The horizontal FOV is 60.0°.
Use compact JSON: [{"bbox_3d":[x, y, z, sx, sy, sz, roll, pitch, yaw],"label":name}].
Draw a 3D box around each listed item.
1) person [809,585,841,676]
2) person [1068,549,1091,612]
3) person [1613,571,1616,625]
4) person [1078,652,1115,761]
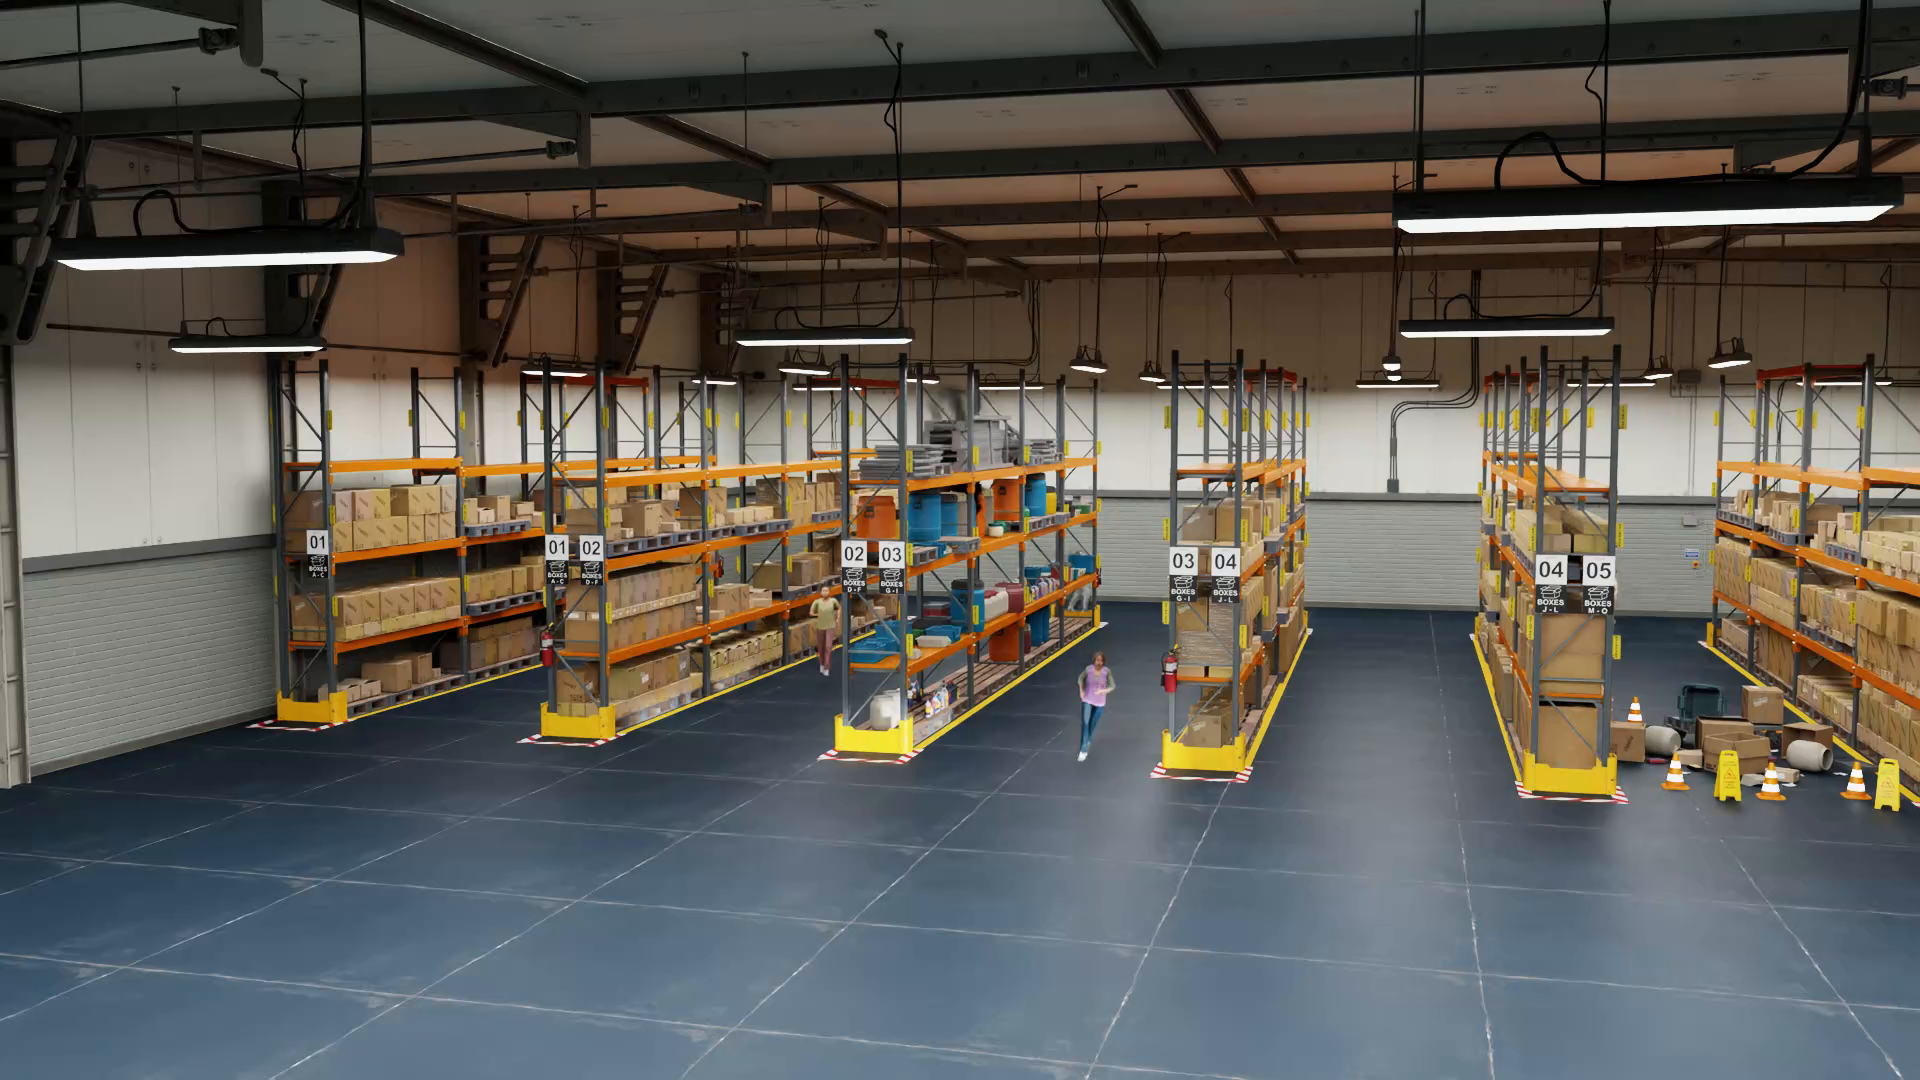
[{"bbox_3d":[-2.507,1.667,30.923,0.592,1.688,0.846,0,4,-5],"label":"person"},{"bbox_3d":[3.113,1.090,42.745,0.747,1.749,0.577,1,4,19],"label":"person"},{"bbox_3d":[14.944,1.405,38.554,0.545,1.651,0.513,0,4,3],"label":"person"},{"bbox_3d":[2.028,2.453,24.782,0.561,1.615,0.784,0,4,2],"label":"person"}]
